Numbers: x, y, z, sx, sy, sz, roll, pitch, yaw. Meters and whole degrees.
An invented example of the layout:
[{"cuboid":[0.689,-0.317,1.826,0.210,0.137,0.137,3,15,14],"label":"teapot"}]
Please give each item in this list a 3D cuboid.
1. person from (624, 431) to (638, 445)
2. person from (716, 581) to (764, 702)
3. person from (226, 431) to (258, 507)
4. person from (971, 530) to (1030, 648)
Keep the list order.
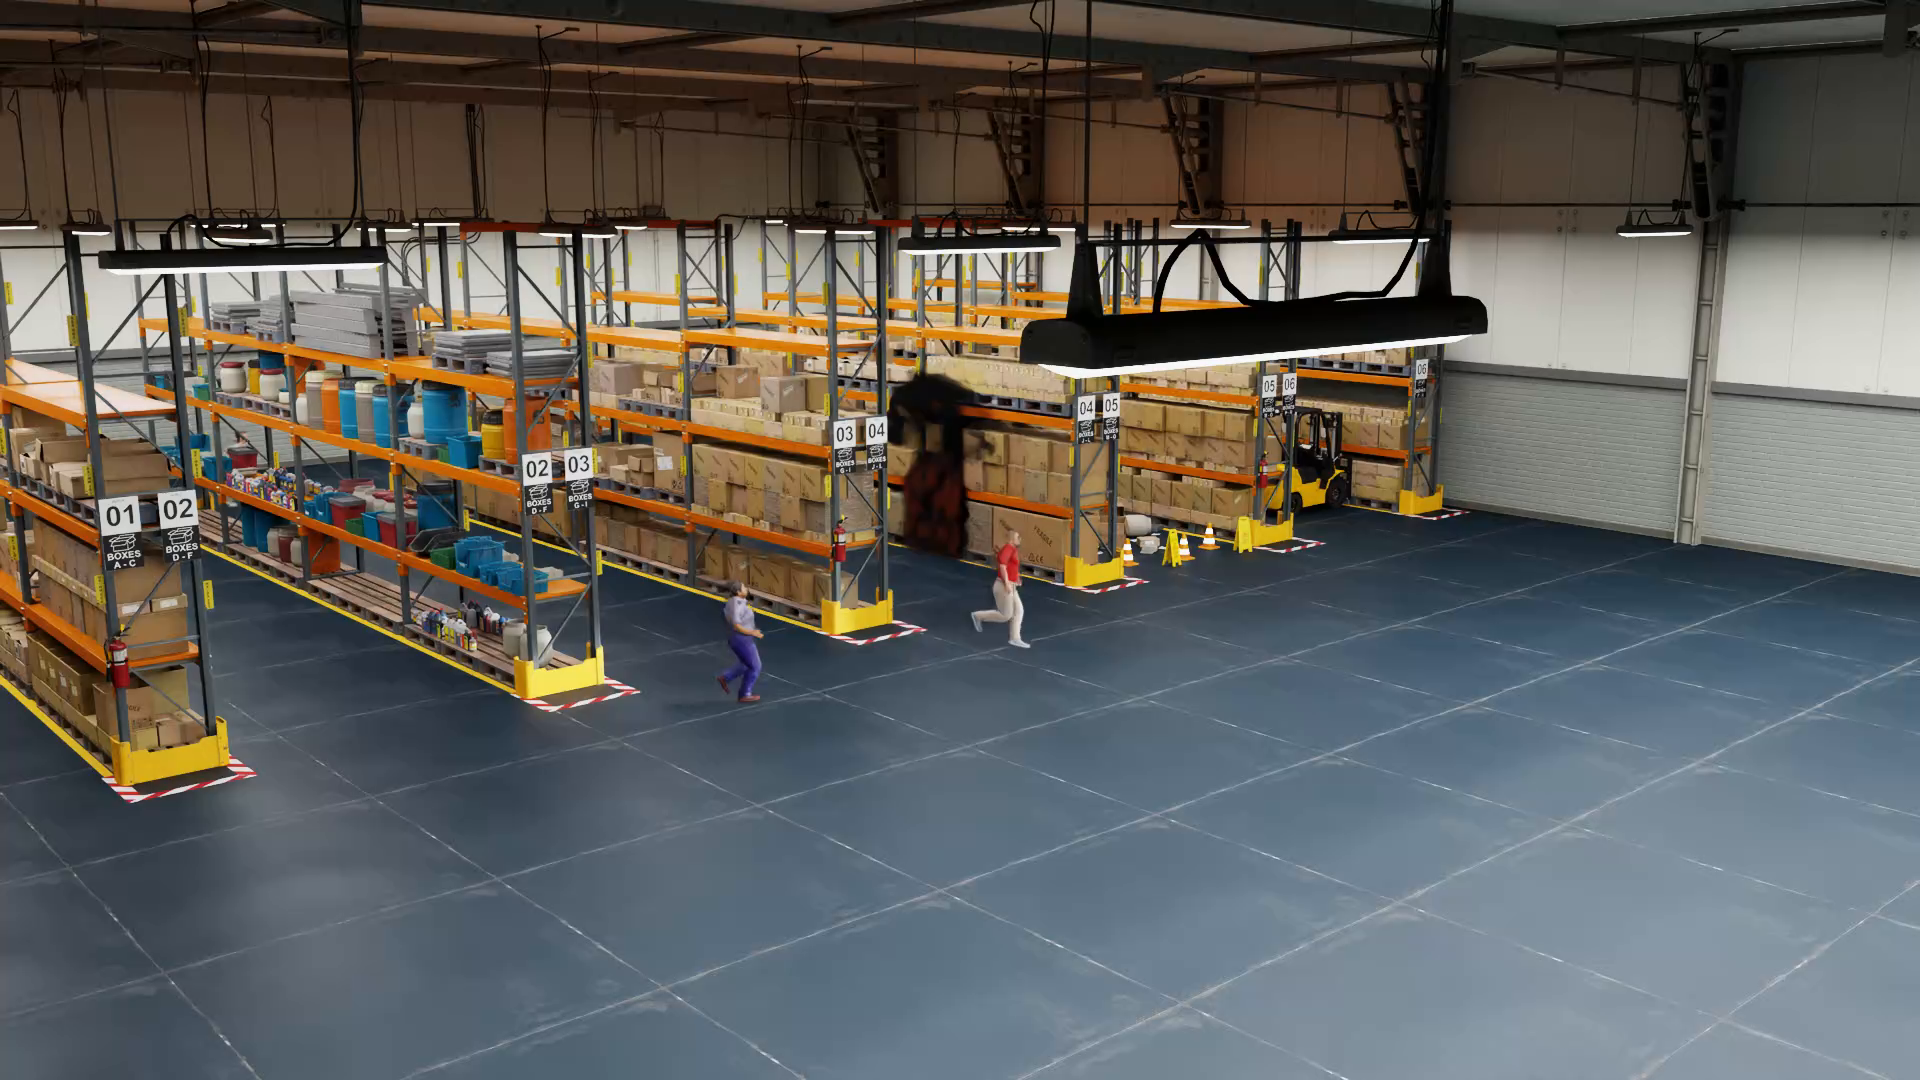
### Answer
[{"cuboid":[-8.095,-2.742,41.309,0.551,1.662,0.701,2,12,10],"label":"person"},{"cuboid":[-2.838,1.341,21.396,0.578,1.514,0.605,-4,12,-18],"label":"person"},{"cuboid":[-15.065,-1.445,34.847,0.882,1.697,0.587,0,11,1],"label":"person"},{"cuboid":[0.585,0.713,23.918,0.856,1.719,0.675,1,11,3],"label":"person"}]
